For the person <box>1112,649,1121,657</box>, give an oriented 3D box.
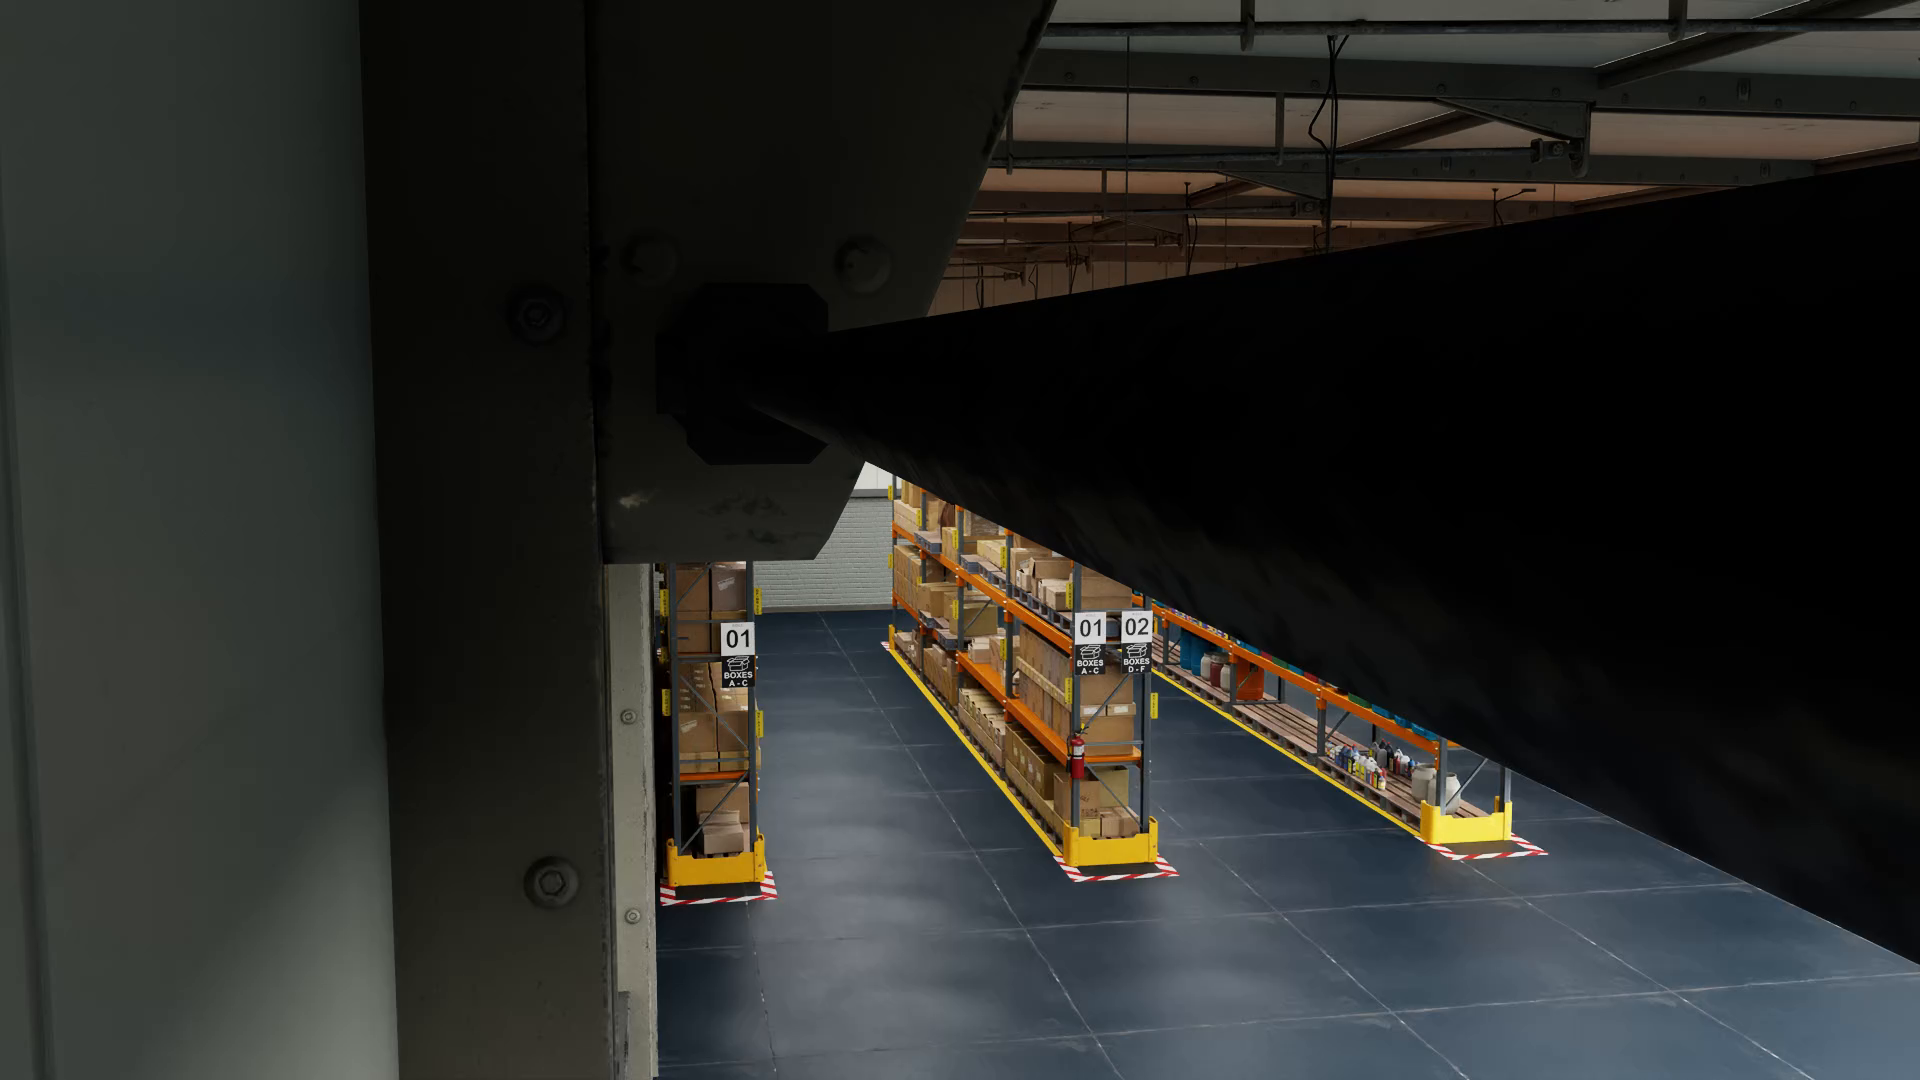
[{"bbox_3d":[2.816,1.806,31.021,0.665,1.827,0.875,-1,6,-10],"label":"person"}]
